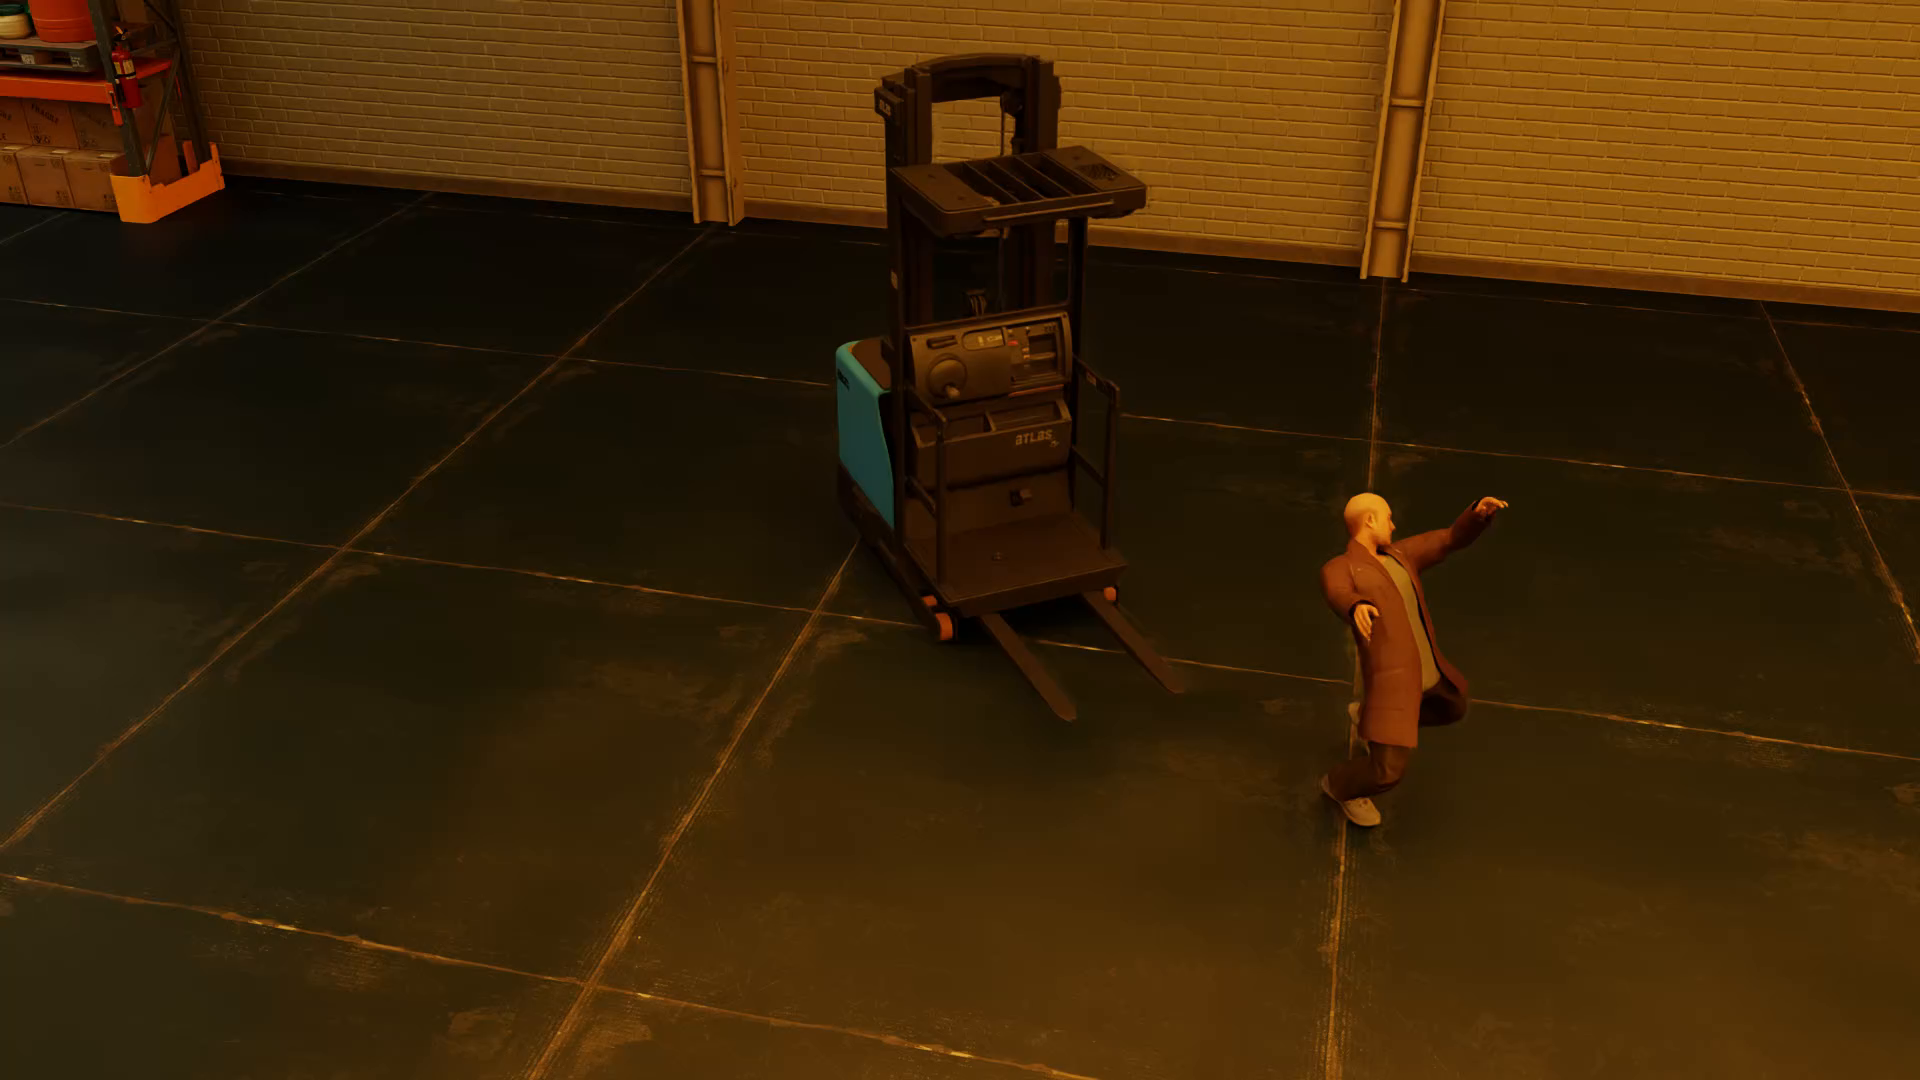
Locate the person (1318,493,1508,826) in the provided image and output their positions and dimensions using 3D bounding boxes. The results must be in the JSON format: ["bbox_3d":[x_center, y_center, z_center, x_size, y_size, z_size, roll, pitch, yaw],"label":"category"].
[{"bbox_3d":[1.846,0.565,7.457,0.687,1.643,1.085,23,37,35],"label":"person"}]

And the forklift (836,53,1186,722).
[{"bbox_3d":[0.257,-0.949,8.845,1.130,2.935,3.031,-11,31,-19],"label":"forklift"}]
